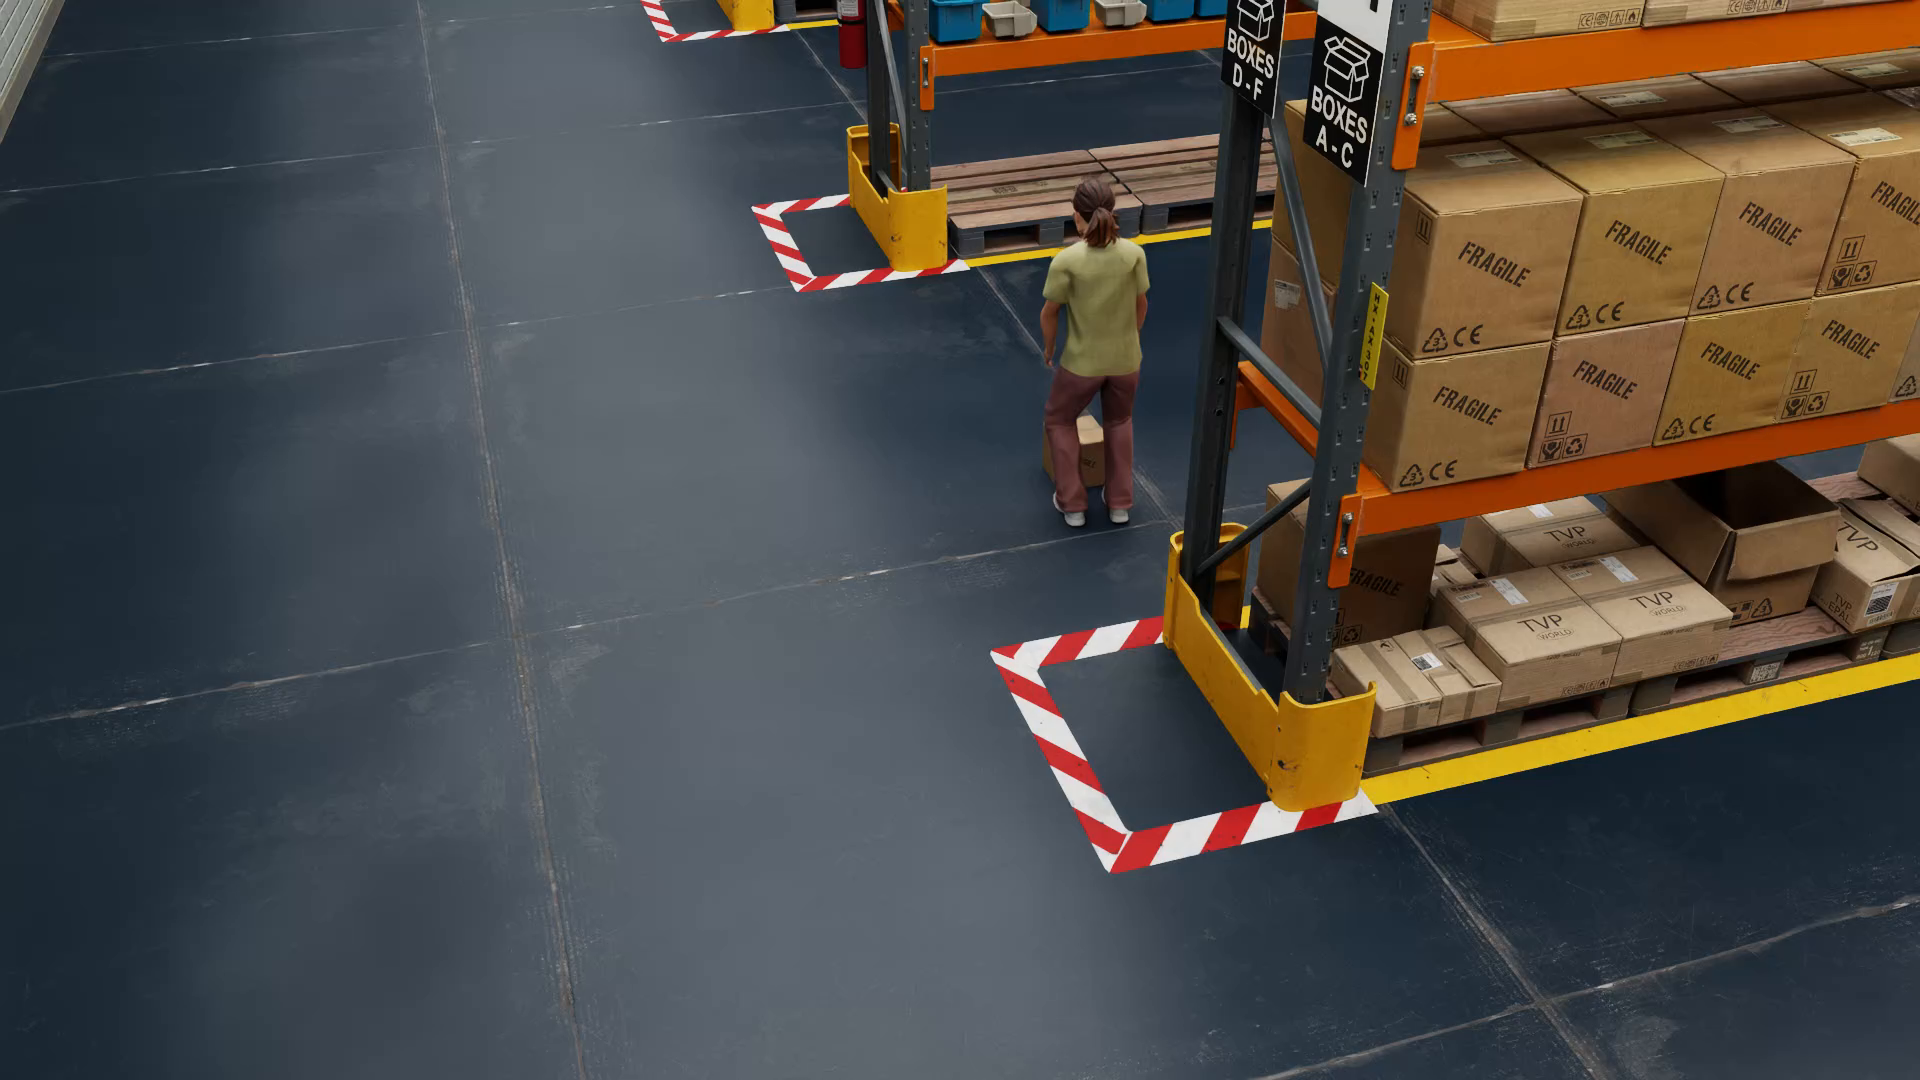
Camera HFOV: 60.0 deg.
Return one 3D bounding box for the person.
[{"bbox_3d":[0.585,-0.808,7.413,0.478,1.604,0.426,-5,34,-7],"label":"person"}]
